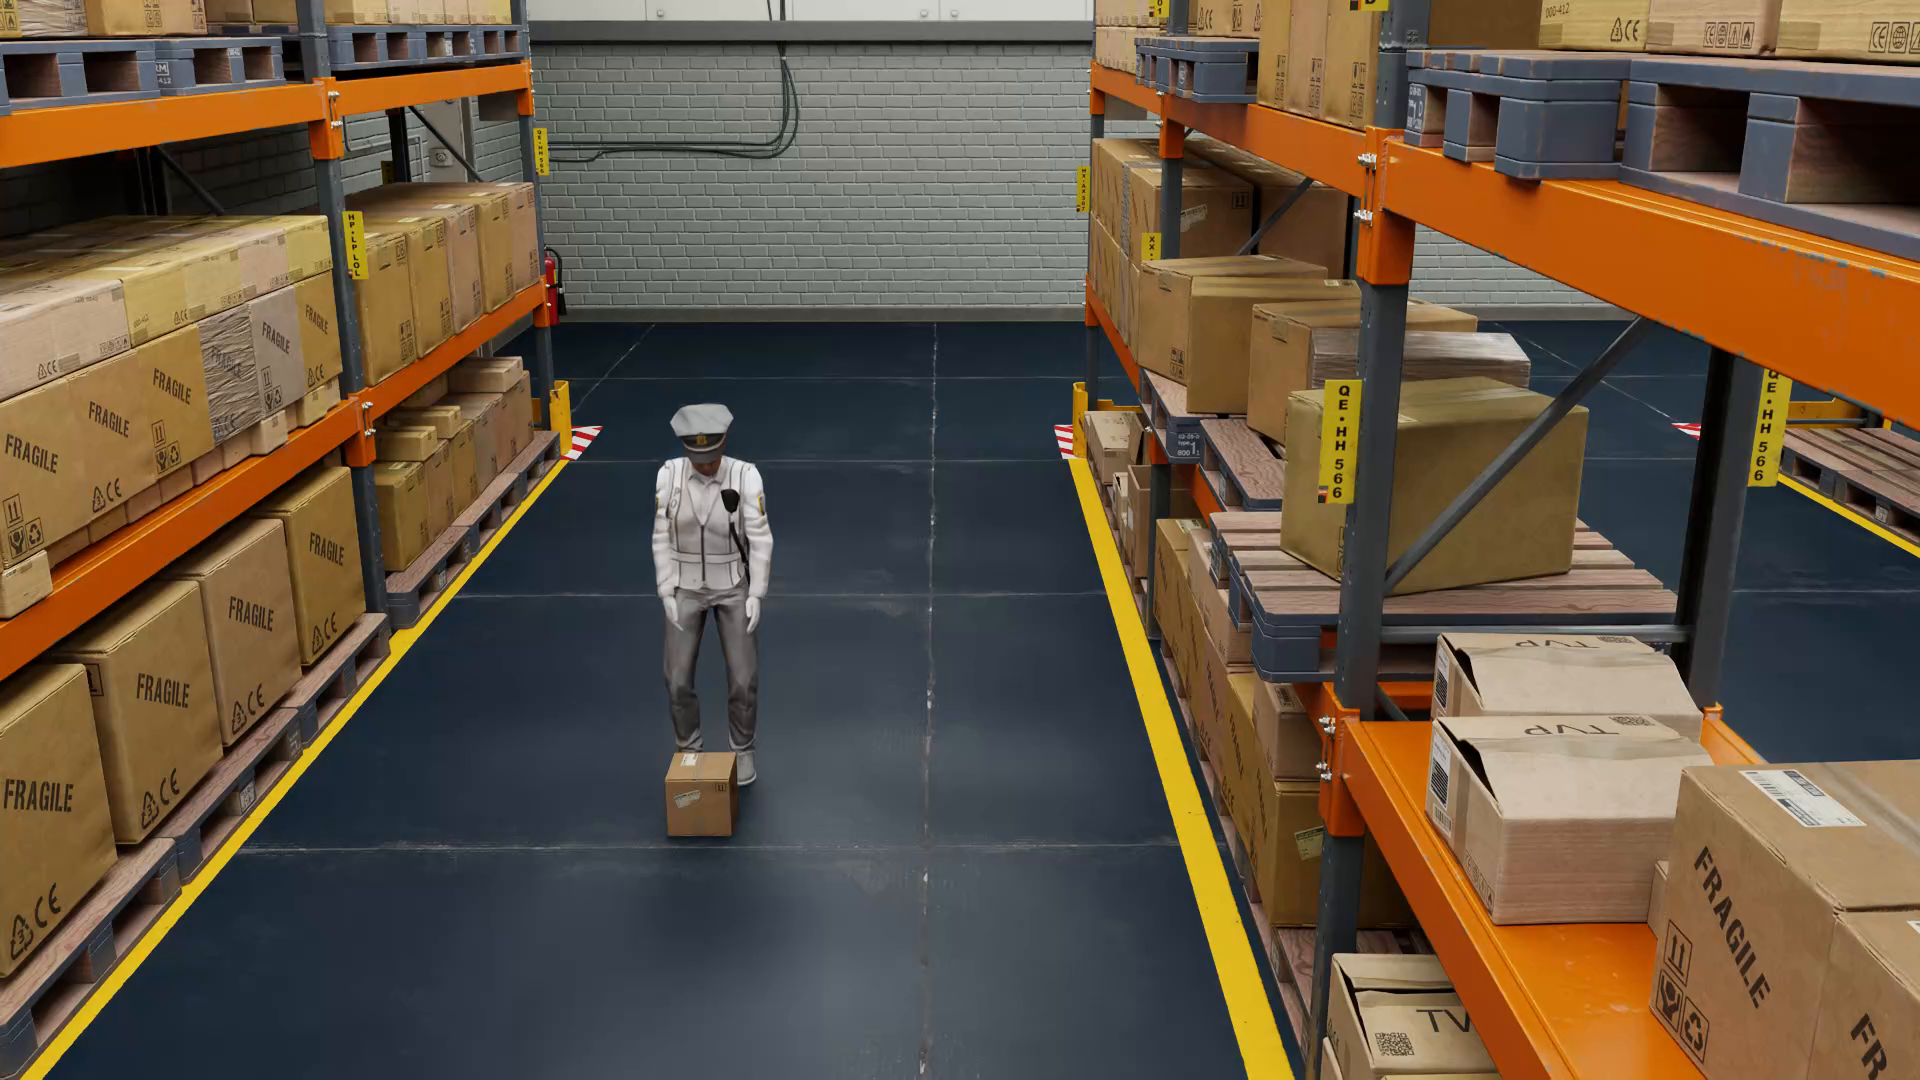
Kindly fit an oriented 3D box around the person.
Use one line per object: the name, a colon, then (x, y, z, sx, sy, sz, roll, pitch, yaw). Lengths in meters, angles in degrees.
person: (-1.015, 0.269, 6.876, 0.520, 1.559, 0.548, 0, 17, 0)
